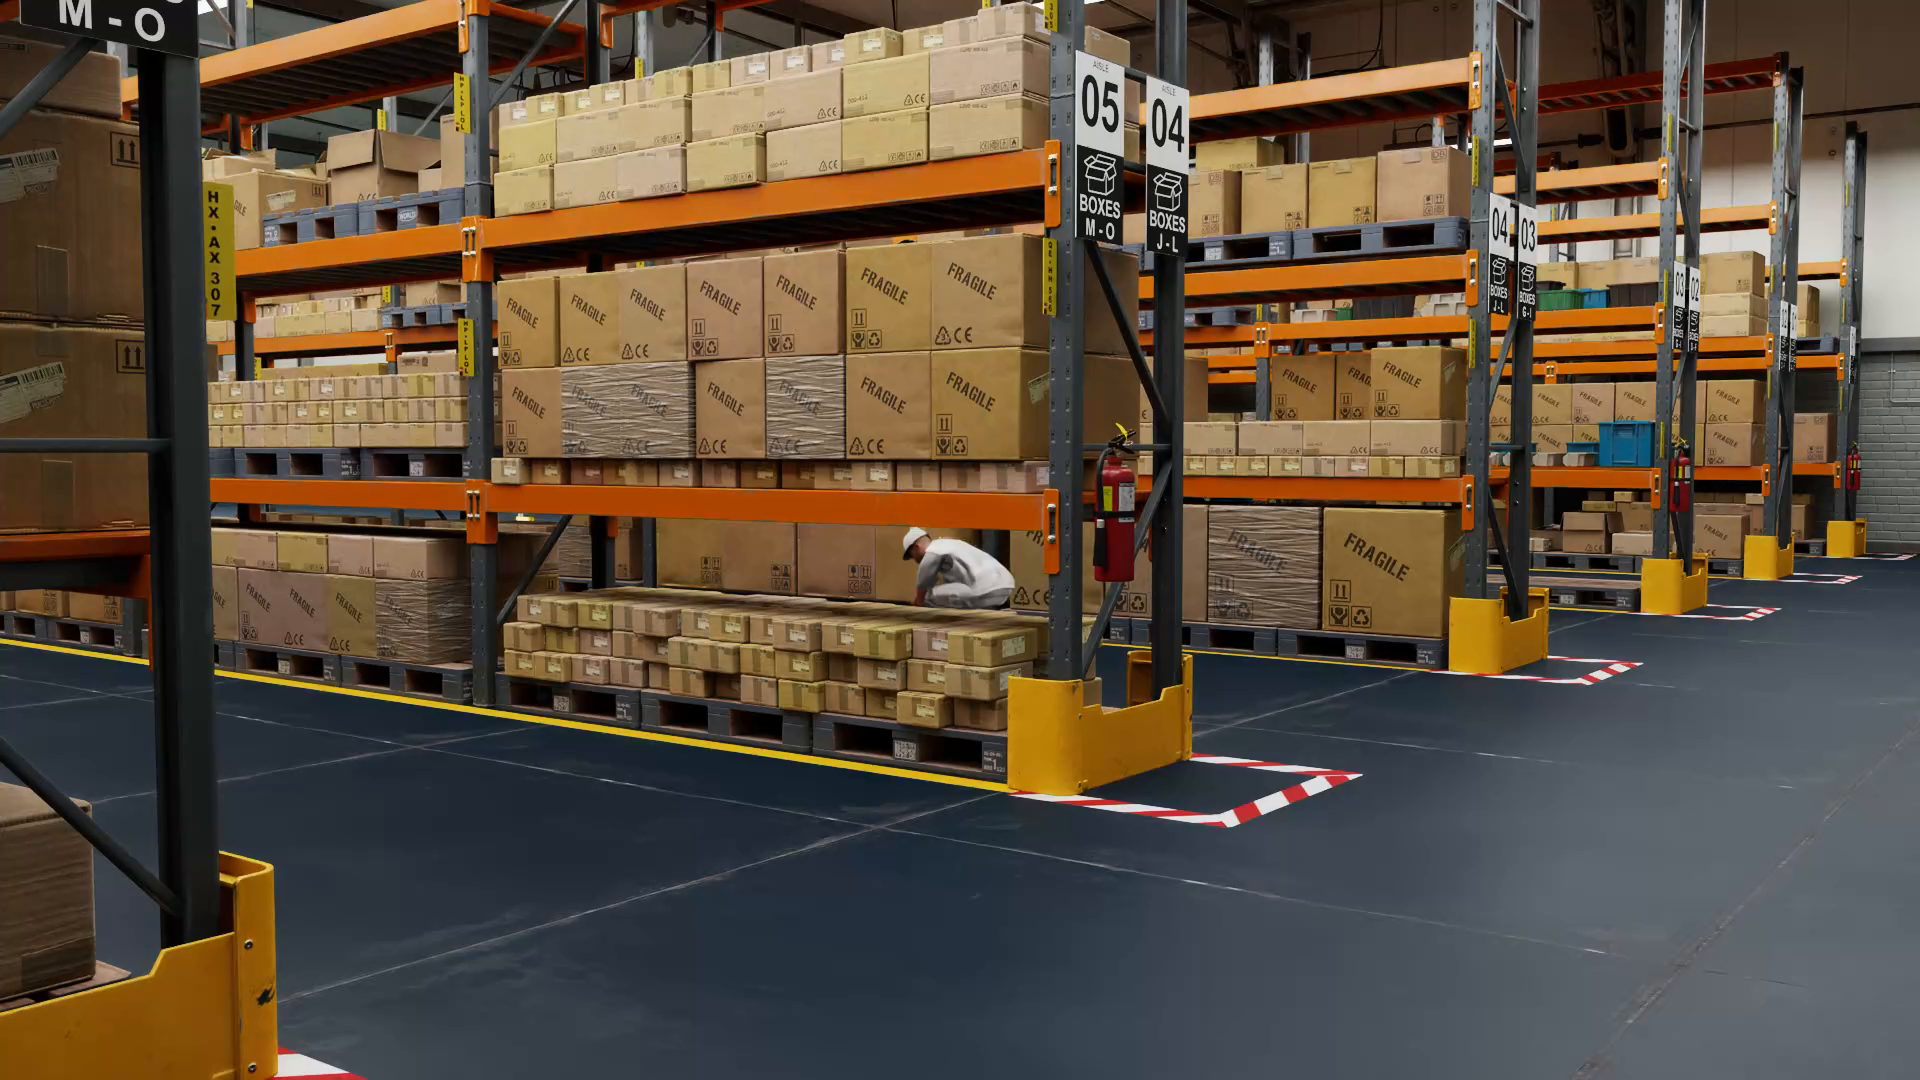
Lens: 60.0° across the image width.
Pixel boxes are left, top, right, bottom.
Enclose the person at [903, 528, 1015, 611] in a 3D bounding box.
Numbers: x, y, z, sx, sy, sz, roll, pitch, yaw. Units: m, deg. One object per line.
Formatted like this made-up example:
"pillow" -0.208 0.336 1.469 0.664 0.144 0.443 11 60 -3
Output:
"person" -0.035 0.373 12.419 0.884 0.909 0.567 2 4 36
